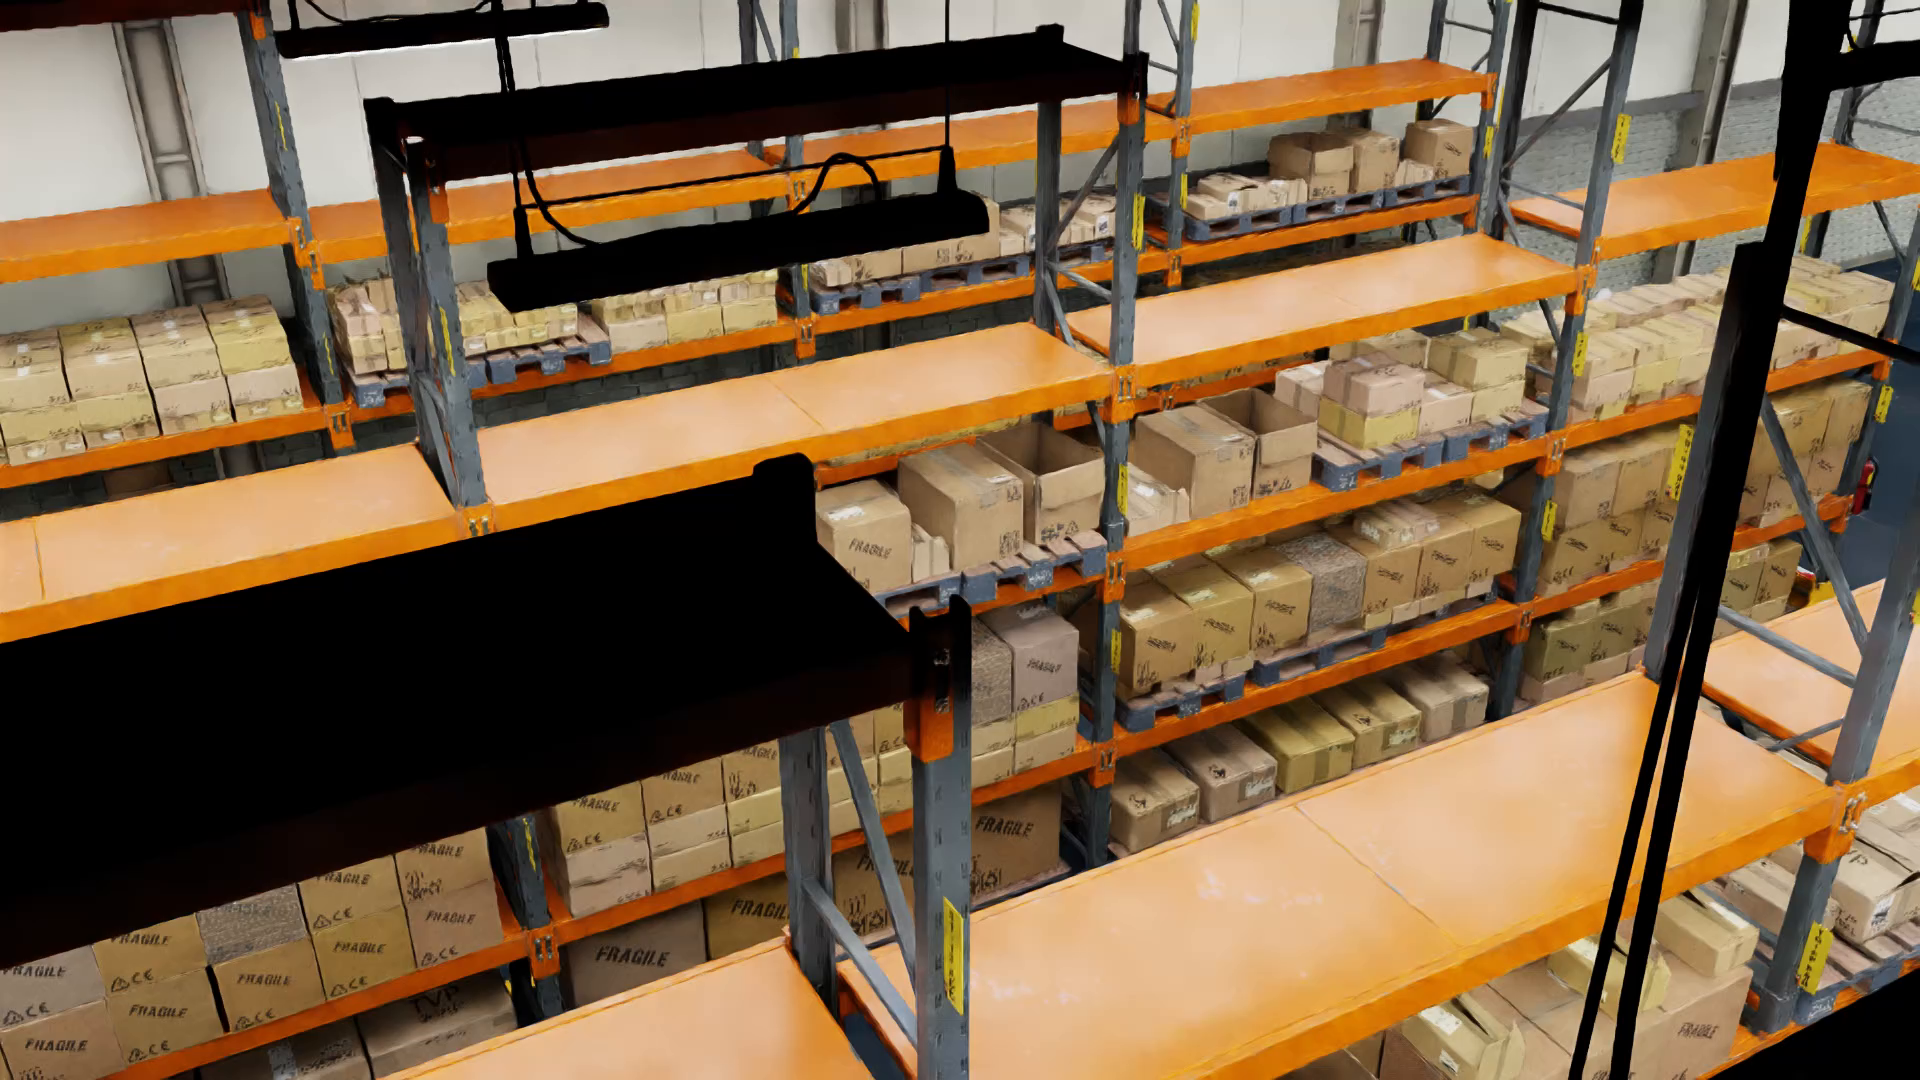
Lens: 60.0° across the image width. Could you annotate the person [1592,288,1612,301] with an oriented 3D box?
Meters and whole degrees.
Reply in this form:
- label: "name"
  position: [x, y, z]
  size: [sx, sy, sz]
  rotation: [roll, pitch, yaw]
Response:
- label: "person"
  position: [7.101, -2.058, 19.045]
  size: [0.983, 1.730, 0.605]
  rotation: [-4, 28, -7]
